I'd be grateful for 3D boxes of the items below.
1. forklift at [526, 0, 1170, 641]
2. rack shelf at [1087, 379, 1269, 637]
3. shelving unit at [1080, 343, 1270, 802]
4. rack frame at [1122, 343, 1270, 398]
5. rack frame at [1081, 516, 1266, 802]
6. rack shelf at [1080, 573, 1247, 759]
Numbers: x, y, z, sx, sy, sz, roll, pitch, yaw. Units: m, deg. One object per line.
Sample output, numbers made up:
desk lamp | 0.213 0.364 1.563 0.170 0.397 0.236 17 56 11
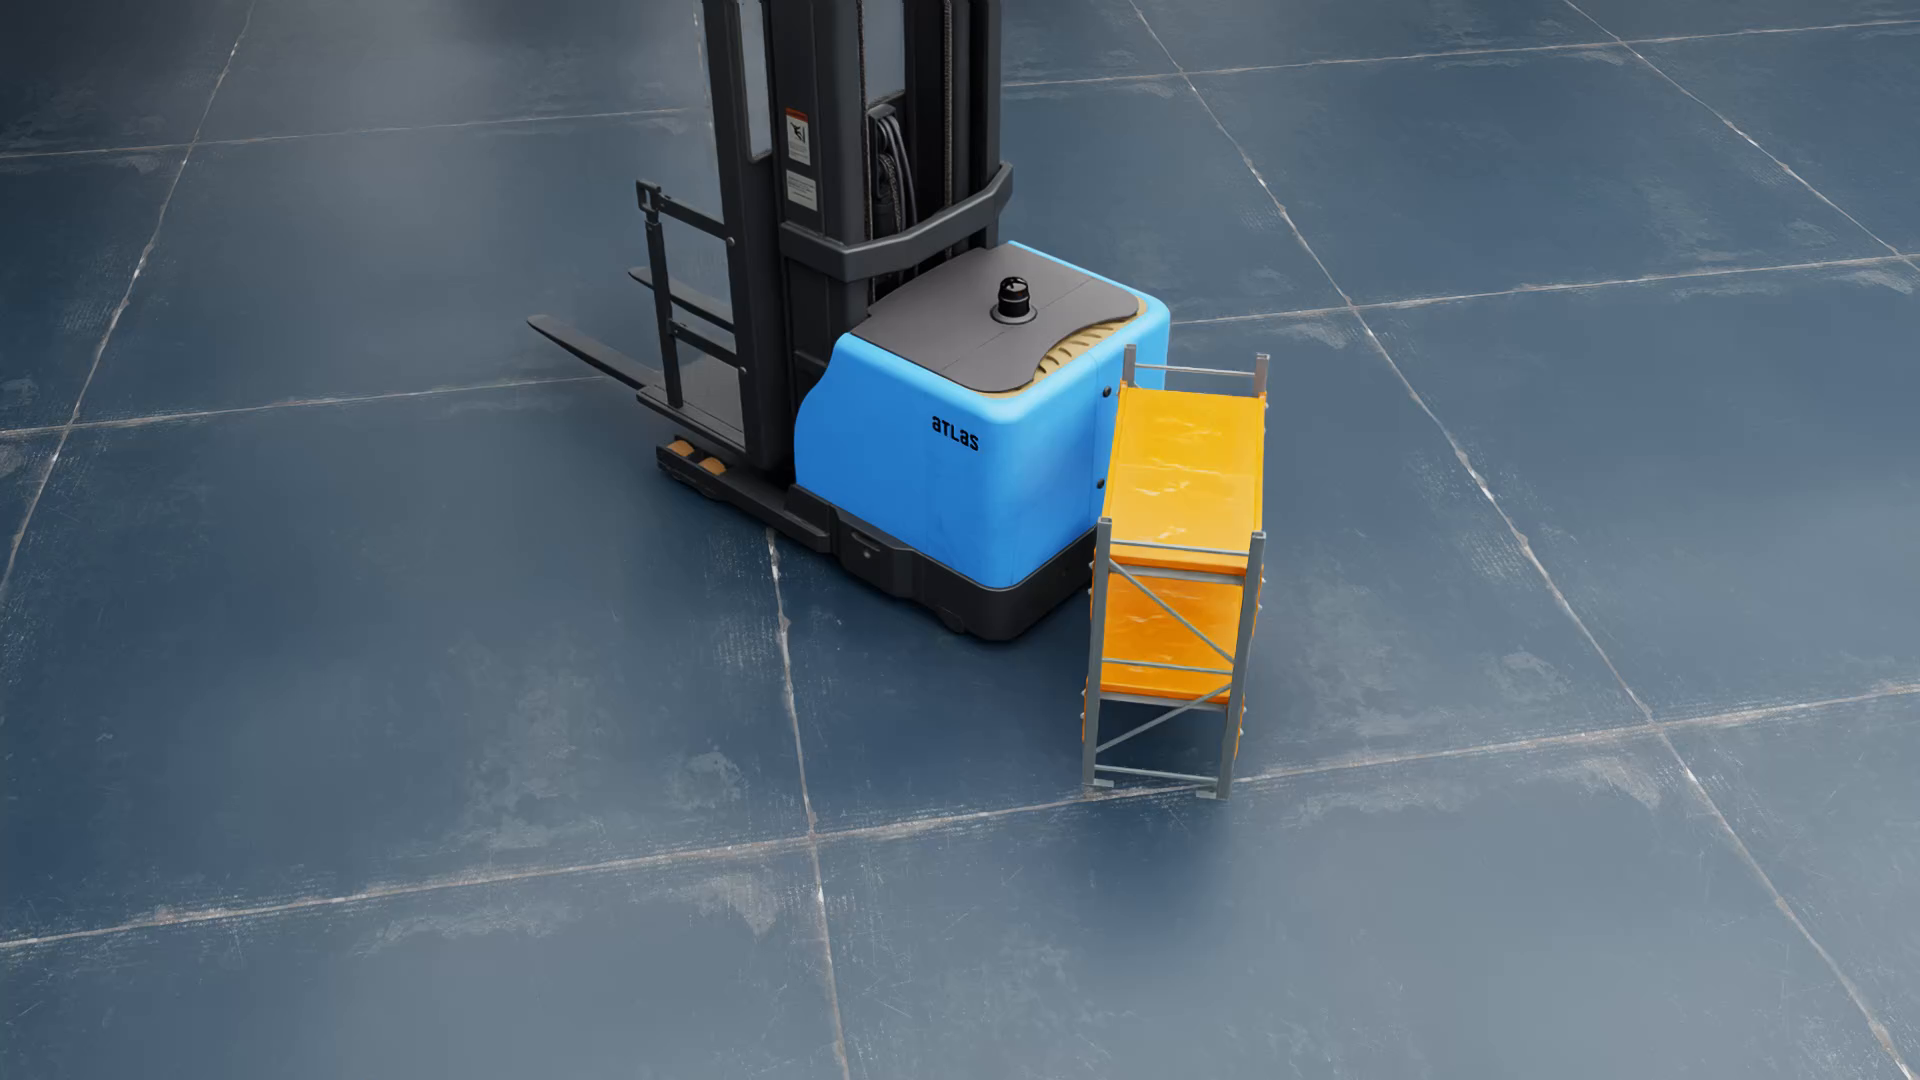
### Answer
forklift | -0.650 -1.552 6.359 3.031 2.935 1.130 28 46 31
rack shelf | 0.740 -0.133 5.527 0.538 0.278 1.000 6 38 7
shelving unit | 0.740 0.098 5.707 0.538 1.125 1.048 6 38 7
rack frame | 0.819 -0.210 6.103 0.500 1.125 0.032 6 38 7
rack frame | 0.662 0.406 5.310 0.500 1.125 0.032 6 38 7
rack shelf | 0.740 0.291 5.857 0.538 0.278 1.000 6 38 7
